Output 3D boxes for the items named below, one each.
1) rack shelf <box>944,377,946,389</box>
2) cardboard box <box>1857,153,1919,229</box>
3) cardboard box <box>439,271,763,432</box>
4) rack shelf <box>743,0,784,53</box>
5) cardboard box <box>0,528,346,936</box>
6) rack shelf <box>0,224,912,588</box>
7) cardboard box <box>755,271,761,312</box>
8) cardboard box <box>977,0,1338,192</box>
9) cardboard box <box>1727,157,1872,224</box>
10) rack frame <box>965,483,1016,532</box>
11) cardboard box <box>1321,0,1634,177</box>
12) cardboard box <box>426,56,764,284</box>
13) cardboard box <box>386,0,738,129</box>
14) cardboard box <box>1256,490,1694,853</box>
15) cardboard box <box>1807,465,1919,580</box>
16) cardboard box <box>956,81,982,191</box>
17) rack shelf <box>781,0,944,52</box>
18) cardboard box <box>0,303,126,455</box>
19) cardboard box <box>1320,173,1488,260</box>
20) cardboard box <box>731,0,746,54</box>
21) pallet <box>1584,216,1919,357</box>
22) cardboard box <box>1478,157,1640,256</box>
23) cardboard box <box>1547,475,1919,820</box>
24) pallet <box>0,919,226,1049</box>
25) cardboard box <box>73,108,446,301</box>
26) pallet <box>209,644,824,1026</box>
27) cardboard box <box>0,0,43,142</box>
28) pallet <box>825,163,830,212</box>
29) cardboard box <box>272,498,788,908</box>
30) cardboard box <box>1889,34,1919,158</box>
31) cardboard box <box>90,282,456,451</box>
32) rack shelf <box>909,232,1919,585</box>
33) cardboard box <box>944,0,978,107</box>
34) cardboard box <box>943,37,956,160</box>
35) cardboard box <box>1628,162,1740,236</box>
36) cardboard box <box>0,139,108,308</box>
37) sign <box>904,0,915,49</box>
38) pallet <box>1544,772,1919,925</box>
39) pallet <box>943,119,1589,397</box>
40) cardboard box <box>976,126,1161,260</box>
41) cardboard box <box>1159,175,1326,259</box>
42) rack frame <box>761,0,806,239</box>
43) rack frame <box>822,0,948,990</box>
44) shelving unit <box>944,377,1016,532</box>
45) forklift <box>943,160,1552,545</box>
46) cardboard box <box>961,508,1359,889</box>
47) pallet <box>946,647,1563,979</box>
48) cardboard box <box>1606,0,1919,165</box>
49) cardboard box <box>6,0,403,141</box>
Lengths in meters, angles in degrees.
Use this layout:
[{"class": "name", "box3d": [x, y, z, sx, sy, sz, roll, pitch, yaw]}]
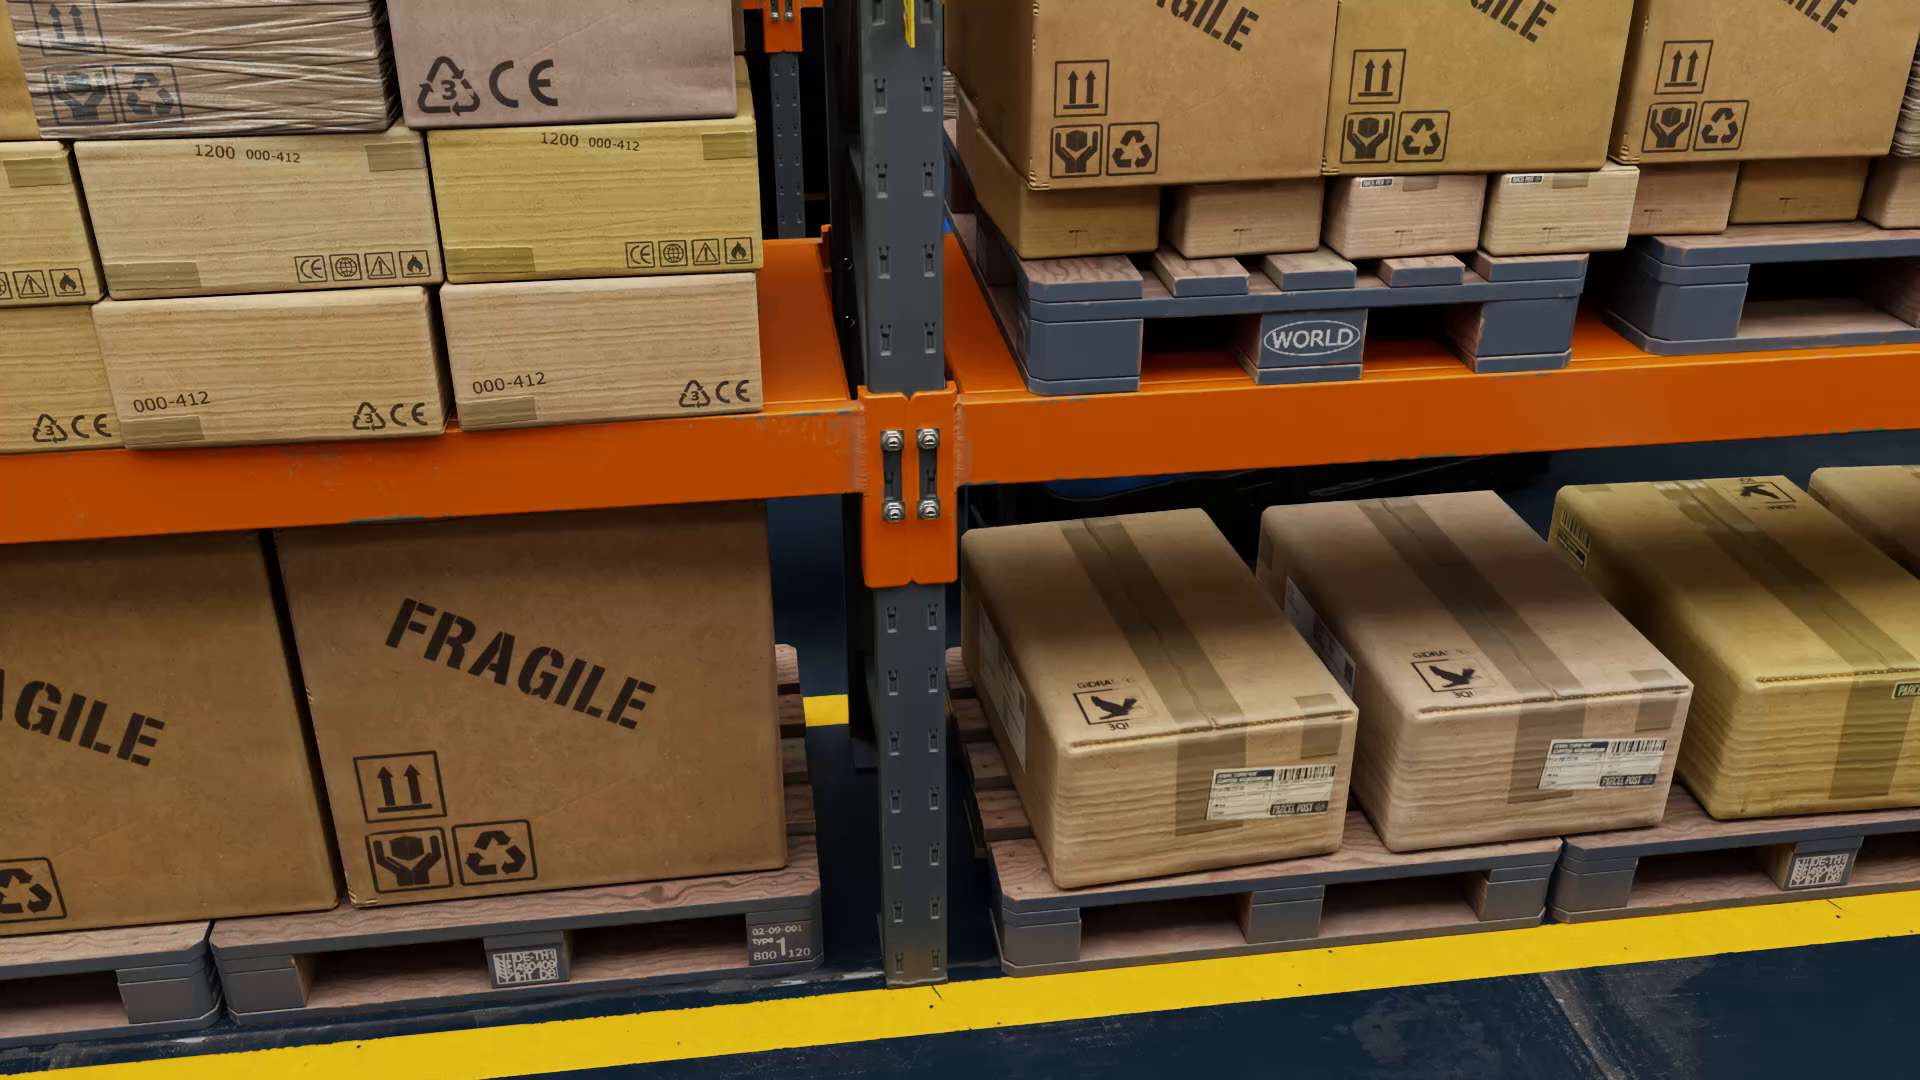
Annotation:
[{"class": "rack shelf", "box3d": [-0.408, -0.372, 4.727, 1.000, 0.185, 0.538, -6, 28, -12]}, {"class": "cardboard box", "box3d": [1.797, -0.727, 3.196, 0.250, 0.149, 0.380, -3, 27, -5]}, {"class": "cardboard box", "box3d": [-0.622, -0.418, 2.943, 0.500, 0.250, 0.500, -5, 28, -9]}, {"class": "rack shelf", "box3d": [-2.833, -2.431, 7.489, 4.000, 0.370, 1.077, -4, 27, -7]}, {"class": "cardboard box", "box3d": [-1.737, 0.185, 3.470, 0.875, 0.875, 0.875, -3, 27, -6]}, {"class": "rack shelf", "box3d": [-2.138, -0.187, 3.117, 4.000, 0.370, 1.077, -4, 27, -7]}, {"class": "cardboard box", "box3d": [-0.677, -0.650, 3.396, 0.500, 0.250, 0.500, -4, 27, -8]}, {"class": "cardboard box", "box3d": [0.320, -0.922, 2.866, 0.500, 0.500, 0.500, -4, 27, -9]}, {"class": "cardboard box", "box3d": [1.529, -0.740, 3.221, 0.250, 0.149, 0.380, -3, 27, -5]}, {"class": "rack frame", "box3d": [0.087, -0.585, 4.747, 0.032, 1.500, 0.500, -6, 28, -12]}, {"class": "cardboard box", "box3d": [0.835, -0.958, 2.937, 0.500, 0.500, 0.500, -2, 27, -4]}, {"class": "cardboard box", "box3d": [-0.602, -0.644, 2.837, 0.500, 0.250, 0.500, -4, 27, -7]}, {"class": "cardboard box", "box3d": [-0.633, -0.972, 2.655, 0.500, 0.500, 0.500, -4, 27, -9]}, {"class": "cardboard box", "box3d": [1.133, 0.266, 3.864, 0.625, 0.372, 0.950, -4, 27, -8]}, {"class": "cardboard box", "box3d": [2.573, 0.175, 4.041, 0.625, 0.372, 0.950, -2, 27, -4]}, {"class": "cardboard box", "box3d": [0.134, -0.837, 3.410, 0.250, 0.149, 0.380, -3, 27, -5]}, {"class": "rack shelf", "box3d": [1.128, -2.685, 7.985, 4.000, 0.370, 1.077, -4, 27, -7]}, {"class": "cardboard box", "box3d": [-1.627, -0.354, 2.818, 0.500, 0.250, 0.500, -4, 27, -8]}, {"class": "cardboard box", "box3d": [0.752, -0.645, 3.037, 0.250, 0.149, 0.380, -5, 28, -10]}, {"class": "cardboard box", "box3d": [-0.680, -1.203, 3.104, 0.500, 0.500, 0.500, -5, 28, -9]}, {"class": "pallet", "box3d": [1.797, -0.693, 3.526, 1.213, 0.211, 1.003, -4, 27, -7]}, {"class": "cardboard box", "box3d": [1.027, -0.653, 3.053, 0.250, 0.149, 0.380, -4, 27, -7]}, {"class": "cardboard box", "box3d": [1.885, 0.220, 3.953, 0.625, 0.372, 0.950, -3, 27, -5]}, {"class": "pallet", "box3d": [-2.154, 0.699, 3.657, 1.213, 0.211, 1.003, -4, 27, -7]}, {"class": "cardboard box", "box3d": [-1.109, -0.610, 2.770, 0.500, 0.250, 0.500, -4, 27, -8]}, {"class": "pallet", "box3d": [-0.949, 0.622, 3.806, 1.213, 0.211, 1.003, -4, 27, -7]}, {"class": "cardboard box", "box3d": [-1.633, -0.908, 2.528, 0.500, 0.500, 0.500, -4, 27, -7]}, {"class": "pallet", "box3d": [-0.032, -1.672, 8.277, 1.213, 0.211, 1.003, -4, 27, -7]}, {"class": "cardboard box", "box3d": [-0.853, 0.131, 3.577, 0.875, 0.875, 0.875, -4, 27, -8]}, {"class": "cardboard box", "box3d": [1.857, -1.023, 3.063, 0.500, 0.500, 0.500, -5, 28, -9]}, {"class": "cardboard box", "box3d": [-1.126, -0.378, 2.866, 0.500, 0.250, 0.500, -3, 27, -6]}, {"class": "rack shelf", "box3d": [1.823, -0.441, 3.613, 4.000, 0.370, 1.077, -4, 27, -7]}, {"class": "cardboard box", "box3d": [0.254, -1.153, 3.315, 0.500, 0.500, 0.500, -4, 27, -9]}, {"class": "cardboard box", "box3d": [-0.233, -2.042, 8.085, 0.625, 0.625, 0.875, -3, 27, -5]}, {"class": "cardboard box", "box3d": [1.255, -0.704, 3.152, 0.250, 0.149, 0.380, -2, 27, -4]}, {"class": "cardboard box", "box3d": [-1.613, -0.568, 2.688, 0.500, 0.250, 0.500, -4, 27, -8]}, {"class": "sign", "box3d": [-0.077, -0.899, 2.447, 0.005, 0.325, 0.100, -4, 27, -7]}, {"class": "pallet", "box3d": [1.822, 0.481, 4.081, 1.213, 0.211, 1.003, -4, 27, -7]}, {"class": "pallet", "box3d": [0.533, -0.642, 3.426, 1.003, 0.211, 1.213, -4, 27, -7]}, {"class": "cardboard box", "box3d": [0.190, -0.646, 3.038, 0.250, 0.149, 0.380, -5, 28, -10]}, {"class": "cardboard box", "box3d": [0.475, -0.649, 3.044, 0.250, 0.149, 0.380, -5, 28, -10]}, {"class": "rack frame", "box3d": [-0.853, -2.878, 7.573, 0.127, 3.000, 1.000, -4, 27, -7]}, {"class": "rack frame", "box3d": [-0.158, -0.634, 3.200, 0.127, 3.000, 1.000, -4, 27, -7]}, {"class": "shelving unit", "box3d": [-0.408, -0.532, 4.645, 1.048, 1.500, 0.538, -6, 28, -12]}, {"class": "forklift", "box3d": [1.417, -1.649, 5.254, 3.031, 2.935, 1.130, -13, 30, -24]}, {"class": "cardboard box", "box3d": [0.403, 0.317, 3.766, 0.625, 0.372, 0.950, -5, 28, -11]}, {"class": "pallet", "box3d": [0.616, 0.557, 3.933, 1.213, 0.211, 1.003, -4, 27, -7]}, {"class": "cardboard box", "box3d": [1.360, -0.995, 3.008, 0.500, 0.500, 0.500, -3, 27, -6]}, {"class": "cardboard box", "box3d": [-1.140, -0.936, 2.584, 0.500, 0.500, 0.500, -3, 27, -6]}]
